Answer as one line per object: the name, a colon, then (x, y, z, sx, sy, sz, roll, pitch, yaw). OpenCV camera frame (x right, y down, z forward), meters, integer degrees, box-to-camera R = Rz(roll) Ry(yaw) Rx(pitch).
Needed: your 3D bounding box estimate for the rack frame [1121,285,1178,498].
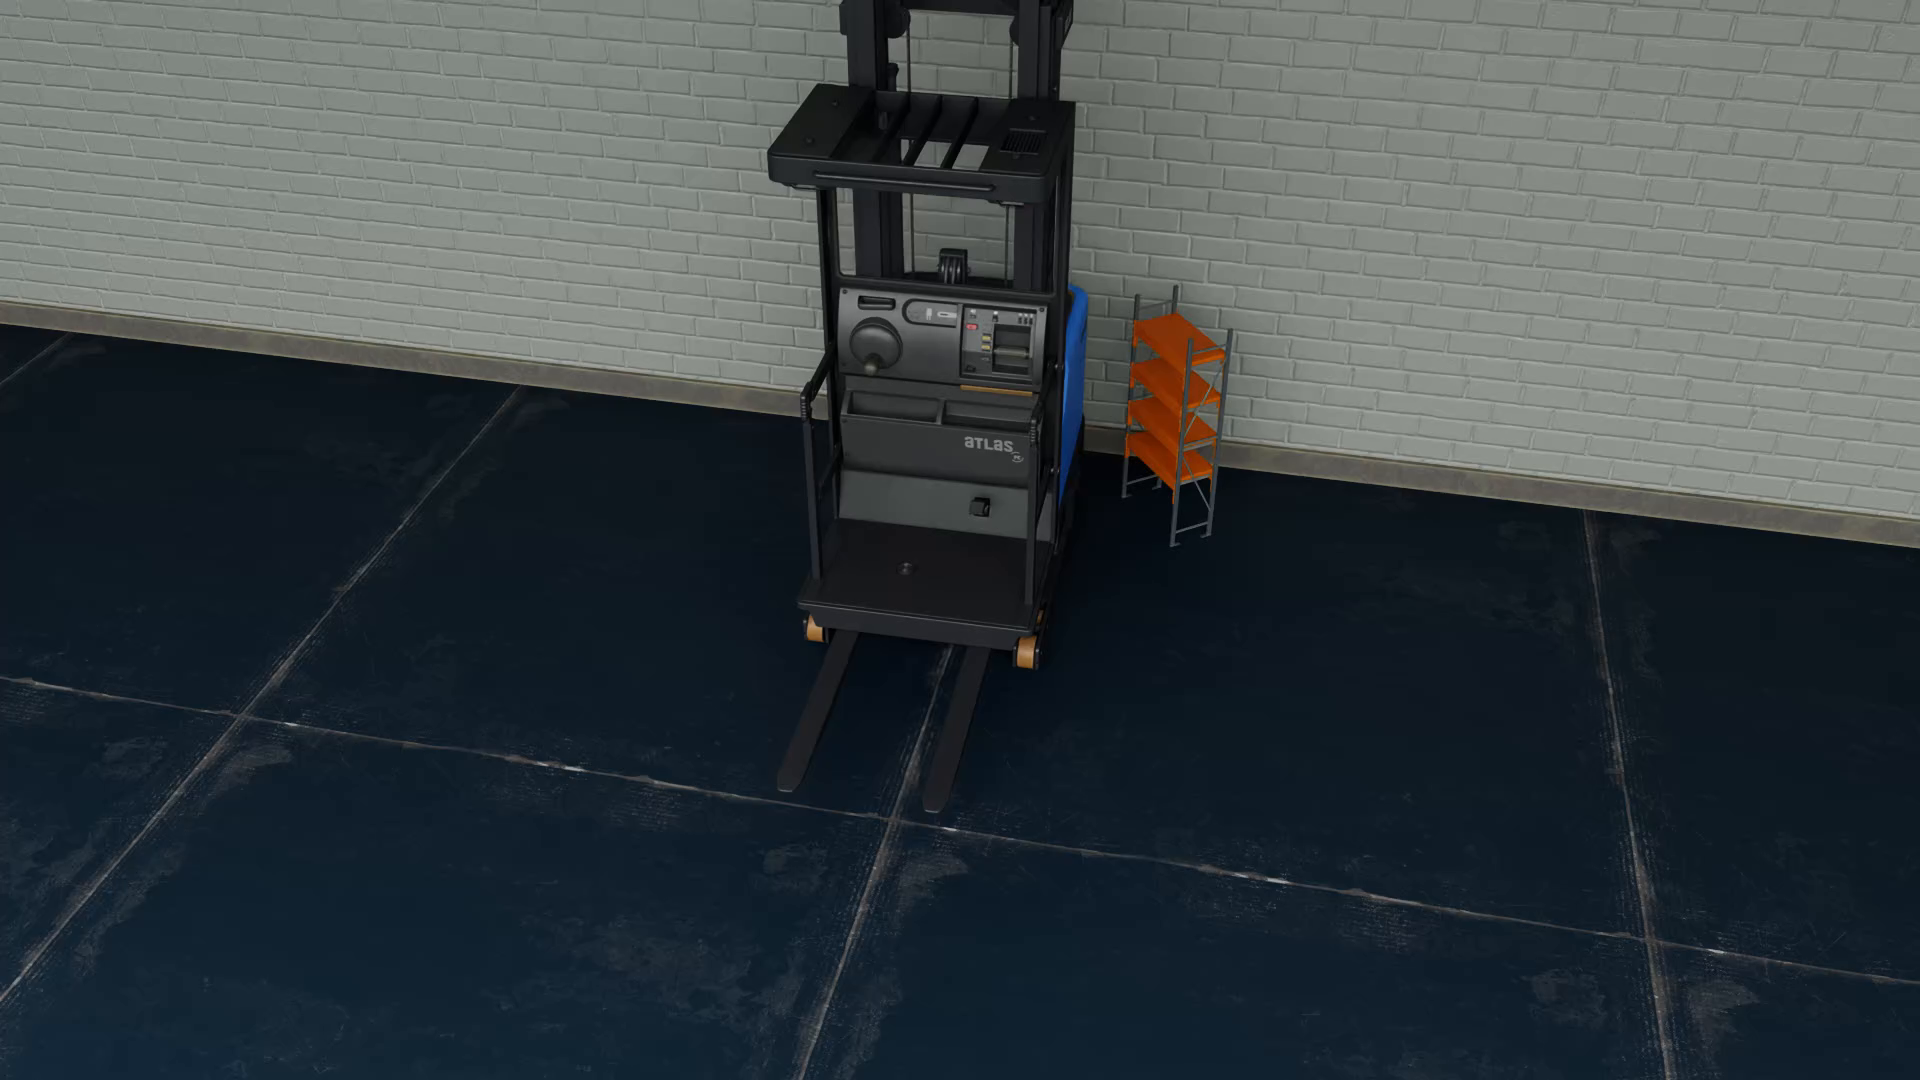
rack frame: (0.967, -0.741, 8.521, 0.240, 1.200, 0.015, -16, 39, -21)

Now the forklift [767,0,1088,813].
forklift: (-0.120, -0.827, 7.163, 1.130, 2.935, 3.031, 7, 36, 9)

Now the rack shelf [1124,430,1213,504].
rack shelf: (1.073, -0.397, 8.499, 0.258, 0.148, 0.480, -16, 39, -21)

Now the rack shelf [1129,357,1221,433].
rack shelf: (1.073, -0.739, 8.251, 0.258, 0.148, 0.480, -16, 39, -21)

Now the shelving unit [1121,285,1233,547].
shelving unit: (1.073, -0.612, 8.343, 0.258, 1.200, 0.503, -16, 39, -21)

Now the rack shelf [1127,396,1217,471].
rack shelf: (1.073, -0.558, 8.382, 0.258, 0.148, 0.480, -16, 39, -21)

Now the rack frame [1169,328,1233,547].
rack frame: (1.179, -0.483, 8.165, 0.240, 1.200, 0.015, -16, 39, -21)

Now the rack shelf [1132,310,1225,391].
rack shelf: (1.073, -0.931, 8.112, 0.258, 0.148, 0.480, -16, 39, -21)
